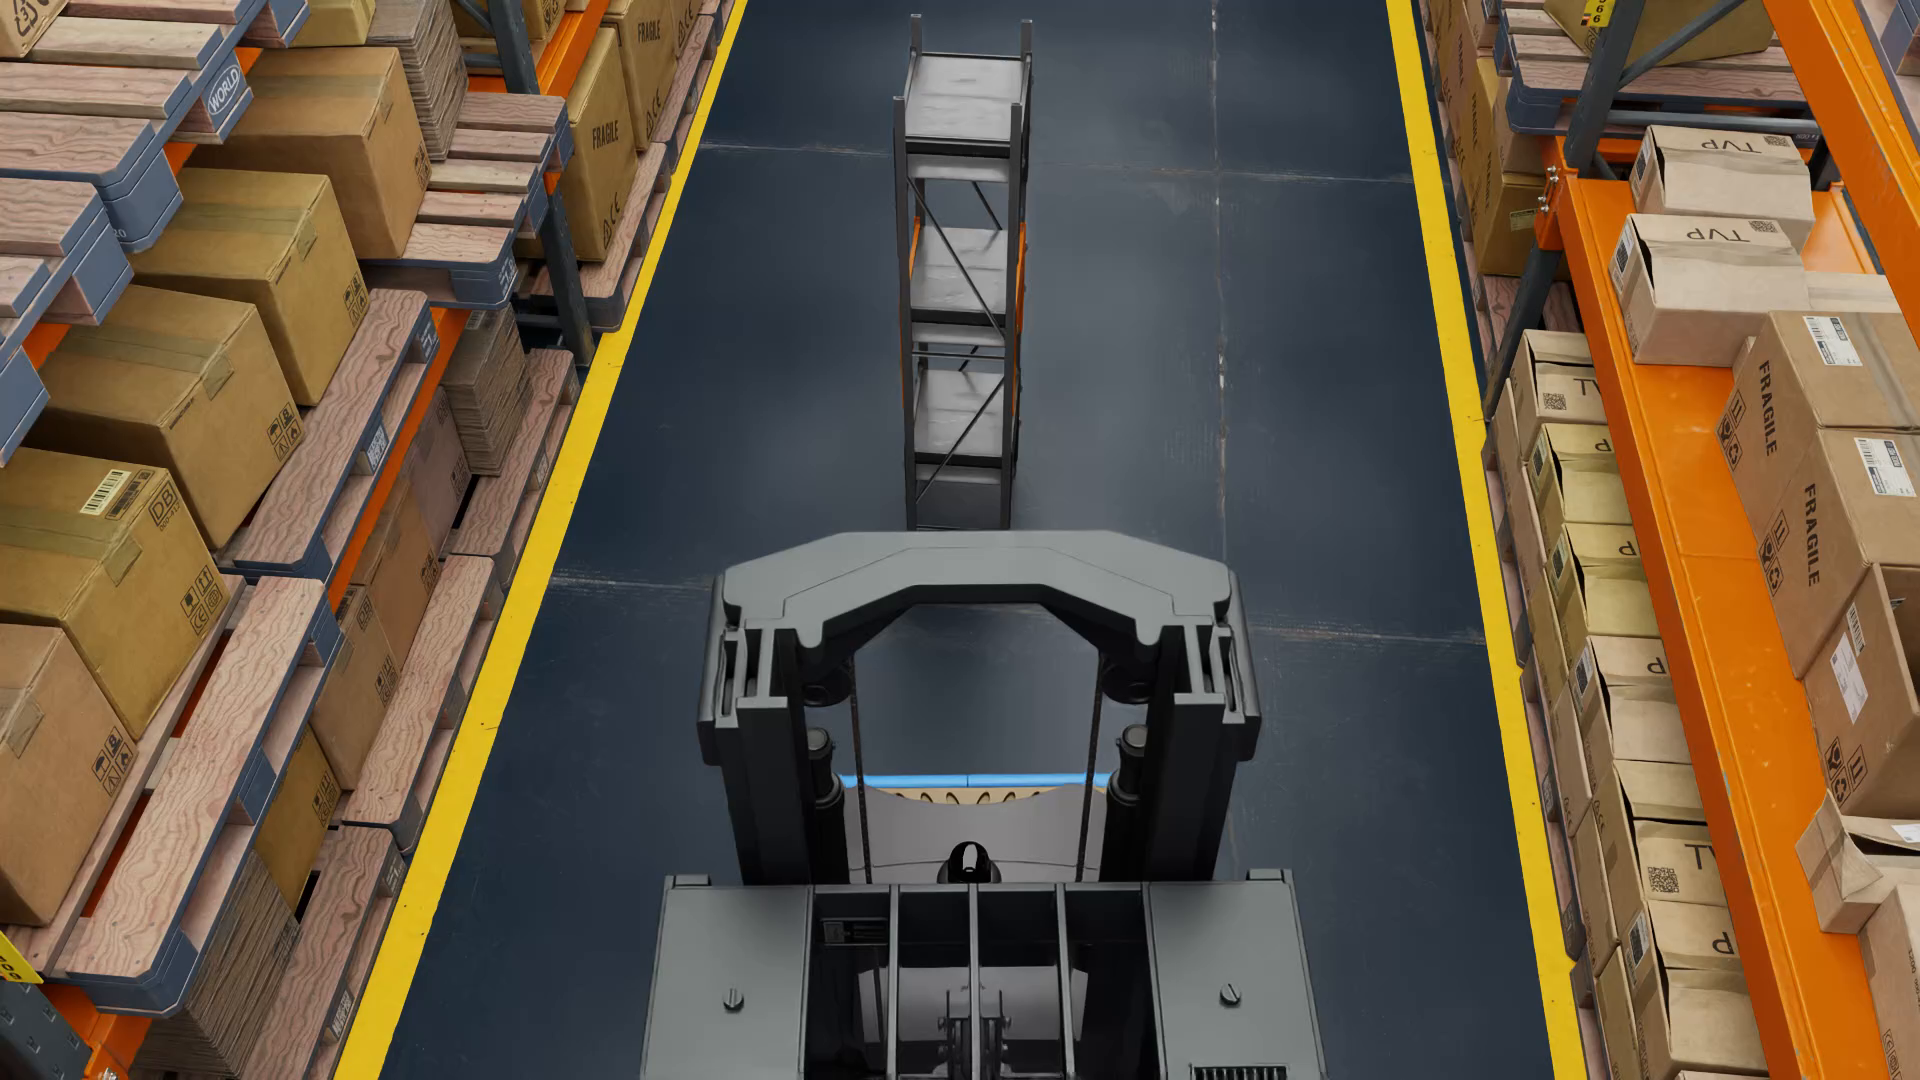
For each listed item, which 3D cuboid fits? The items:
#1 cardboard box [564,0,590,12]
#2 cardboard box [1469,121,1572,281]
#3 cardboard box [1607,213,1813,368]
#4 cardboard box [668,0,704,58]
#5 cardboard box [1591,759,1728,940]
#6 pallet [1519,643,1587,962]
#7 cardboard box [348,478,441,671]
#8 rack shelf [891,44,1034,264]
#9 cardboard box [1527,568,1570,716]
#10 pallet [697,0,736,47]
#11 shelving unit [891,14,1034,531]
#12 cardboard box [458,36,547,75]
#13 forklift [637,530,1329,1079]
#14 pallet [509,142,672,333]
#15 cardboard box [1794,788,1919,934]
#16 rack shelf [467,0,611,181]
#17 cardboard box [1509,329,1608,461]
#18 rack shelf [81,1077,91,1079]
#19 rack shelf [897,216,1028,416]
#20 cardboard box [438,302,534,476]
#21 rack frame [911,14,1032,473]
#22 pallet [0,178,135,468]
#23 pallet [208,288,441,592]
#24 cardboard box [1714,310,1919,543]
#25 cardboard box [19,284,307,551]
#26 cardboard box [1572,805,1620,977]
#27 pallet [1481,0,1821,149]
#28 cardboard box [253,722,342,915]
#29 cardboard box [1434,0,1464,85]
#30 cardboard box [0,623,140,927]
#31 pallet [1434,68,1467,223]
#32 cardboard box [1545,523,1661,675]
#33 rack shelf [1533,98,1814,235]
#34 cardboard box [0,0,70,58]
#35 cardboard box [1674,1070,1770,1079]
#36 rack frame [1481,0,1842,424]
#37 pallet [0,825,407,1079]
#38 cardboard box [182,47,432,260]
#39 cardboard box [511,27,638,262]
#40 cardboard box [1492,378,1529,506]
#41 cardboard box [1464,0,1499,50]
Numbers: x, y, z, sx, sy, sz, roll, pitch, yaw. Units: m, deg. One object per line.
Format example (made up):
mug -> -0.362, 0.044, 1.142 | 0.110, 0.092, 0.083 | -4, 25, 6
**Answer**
cardboard box -> -1.753, -2.382, 7.052 | 0.380, 0.149, 0.250 | 5, 48, 5
cardboard box -> 2.631, -1.537, 7.519 | 0.500, 0.500, 0.500 | 6, 48, 5
cardboard box -> 2.505, -0.854, 5.559 | 0.500, 0.311, 0.500 | 3, 48, 3
cardboard box -> -1.797, -3.075, 8.702 | 0.750, 0.750, 0.750 | 5, 48, 5
cardboard box -> 2.255, 0.941, 5.055 | 0.500, 0.311, 0.500 | 4, 48, 3
pallet -> 2.552, 0.909, 5.776 | 1.003, 0.211, 1.213 | 4, 48, 4
cardboard box -> -2.348, 0.106, 6.016 | 0.700, 0.500, 0.500 | 4, 48, 3
rack shelf -> 0.015, -1.293, 5.580 | 0.431, 0.518, 0.480 | 4, 48, 4
cardboard box -> 2.353, 0.374, 5.954 | 0.500, 0.250, 0.500 | 3, 48, 2
pallet -> -1.785, -3.285, 9.612 | 1.003, 0.211, 1.213 | 4, 48, 4
shelving unit -> 0.015, -0.830, 6.086 | 0.431, 2.100, 0.503 | 4, 48, 4
cardboard box -> -1.893, -2.007, 6.710 | 0.380, 0.149, 0.250 | 3, 48, 3
forklift -> 0.036, 1.488, 3.403 | 1.130, 2.935, 3.031 | 0, 48, 0
pallet -> -2.007, -1.492, 7.972 | 1.003, 0.211, 1.213 | 4, 48, 4
cardboard box -> 2.312, 0.798, 4.079 | 0.396, 0.266, 0.258 | 3, 48, 3
rack shelf -> -1.972, -3.086, 8.027 | 1.077, 0.370, 4.000 | 4, 48, 4
cardboard box -> 2.439, -0.567, 6.434 | 0.500, 0.311, 0.500 | 5, 48, 5
rack shelf -> -2.701, 2.793, 2.651 | 1.077, 0.370, 4.000 | 4, 48, 4
rack shelf -> 0.015, -0.821, 6.097 | 0.431, 0.518, 0.480 | 4, 48, 4
cardboard box -> -2.168, -0.631, 6.691 | 0.700, 0.500, 0.500 | 4, 48, 4
rack frame -> 0.037, -1.010, 6.250 | 0.400, 2.100, 0.015 | 4, 48, 4
pallet -> -2.356, -0.315, 3.100 | 1.213, 0.211, 1.003 | 4, 48, 4
pallet -> -2.294, -0.337, 5.155 | 1.003, 0.211, 1.213 | 4, 48, 4
cardboard box -> 2.643, -0.328, 4.950 | 0.500, 0.500, 0.500 | 2, 48, 1
cardboard box -> -2.351, -0.370, 4.690 | 0.700, 0.500, 0.500 | 10, 48, 9
cardboard box -> 2.258, 1.125, 5.267 | 0.500, 0.250, 0.500 | 5, 48, 4
pallet -> 2.771, -1.967, 6.646 | 1.213, 0.211, 1.003 | 4, 48, 4
cardboard box -> -2.471, 0.850, 5.335 | 0.700, 0.500, 0.500 | 3, 48, 3
cardboard box -> 2.767, -2.674, 8.559 | 0.500, 0.500, 0.500 | 4, 48, 4
cardboard box -> -2.438, 0.526, 3.870 | 0.700, 0.500, 0.500 | 4, 48, 4
pallet -> 2.999, -2.028, 8.462 | 1.003, 0.211, 1.213 | 4, 48, 4
cardboard box -> 2.351, 0.195, 5.738 | 0.500, 0.311, 0.500 | 3, 48, 2
rack shelf -> 2.962, -2.756, 7.725 | 1.077, 0.370, 4.000 | 4, 48, 4
cardboard box -> -2.277, -1.410, 3.622 | 0.500, 0.500, 0.500 | 2, 48, 2
cardboard box -> 2.166, 1.691, 4.370 | 0.500, 0.311, 0.500 | 4, 48, 4
rack frame -> 2.779, -1.529, 6.115 | 1.000, 3.000, 0.127 | 4, 48, 4
pallet -> -2.449, 1.449, 5.282 | 1.003, 0.211, 1.213 | 4, 48, 4
cardboard box -> -2.211, -1.283, 5.525 | 0.700, 0.500, 0.500 | 0, 48, 0
cardboard box -> -1.956, -1.807, 7.542 | 0.750, 0.750, 0.750 | 3, 48, 3
cardboard box -> 2.439, -0.377, 6.641 | 0.500, 0.250, 0.500 | 4, 48, 3
cardboard box -> 2.721, -2.583, 7.968 | 0.500, 0.250, 0.500 | 3, 48, 3
